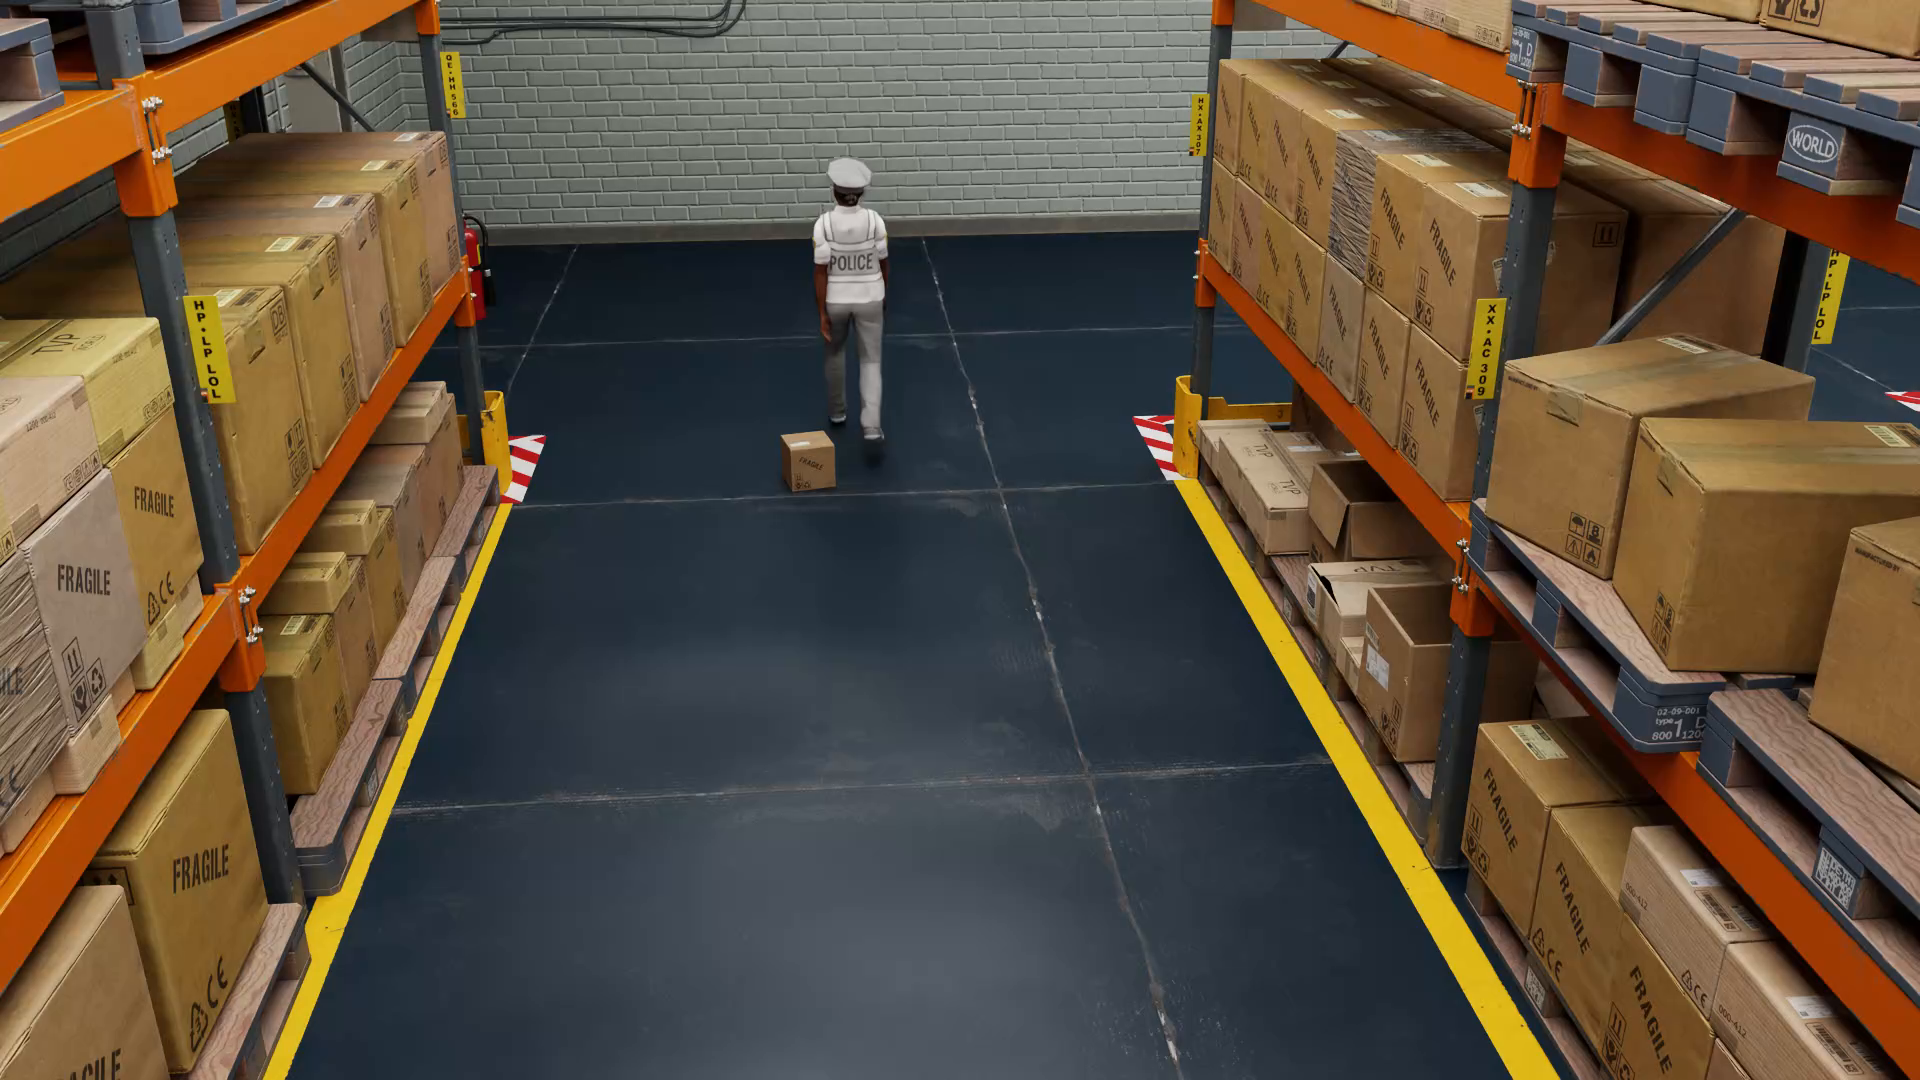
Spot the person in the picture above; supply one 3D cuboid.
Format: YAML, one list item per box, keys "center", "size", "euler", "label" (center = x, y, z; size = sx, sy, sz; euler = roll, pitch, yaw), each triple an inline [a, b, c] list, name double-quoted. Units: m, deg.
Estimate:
- center: [-0.629, -1.402, 9.714]
  size: [0.444, 1.647, 0.951]
  euler: [-2, 24, -5]
  label: "person"
